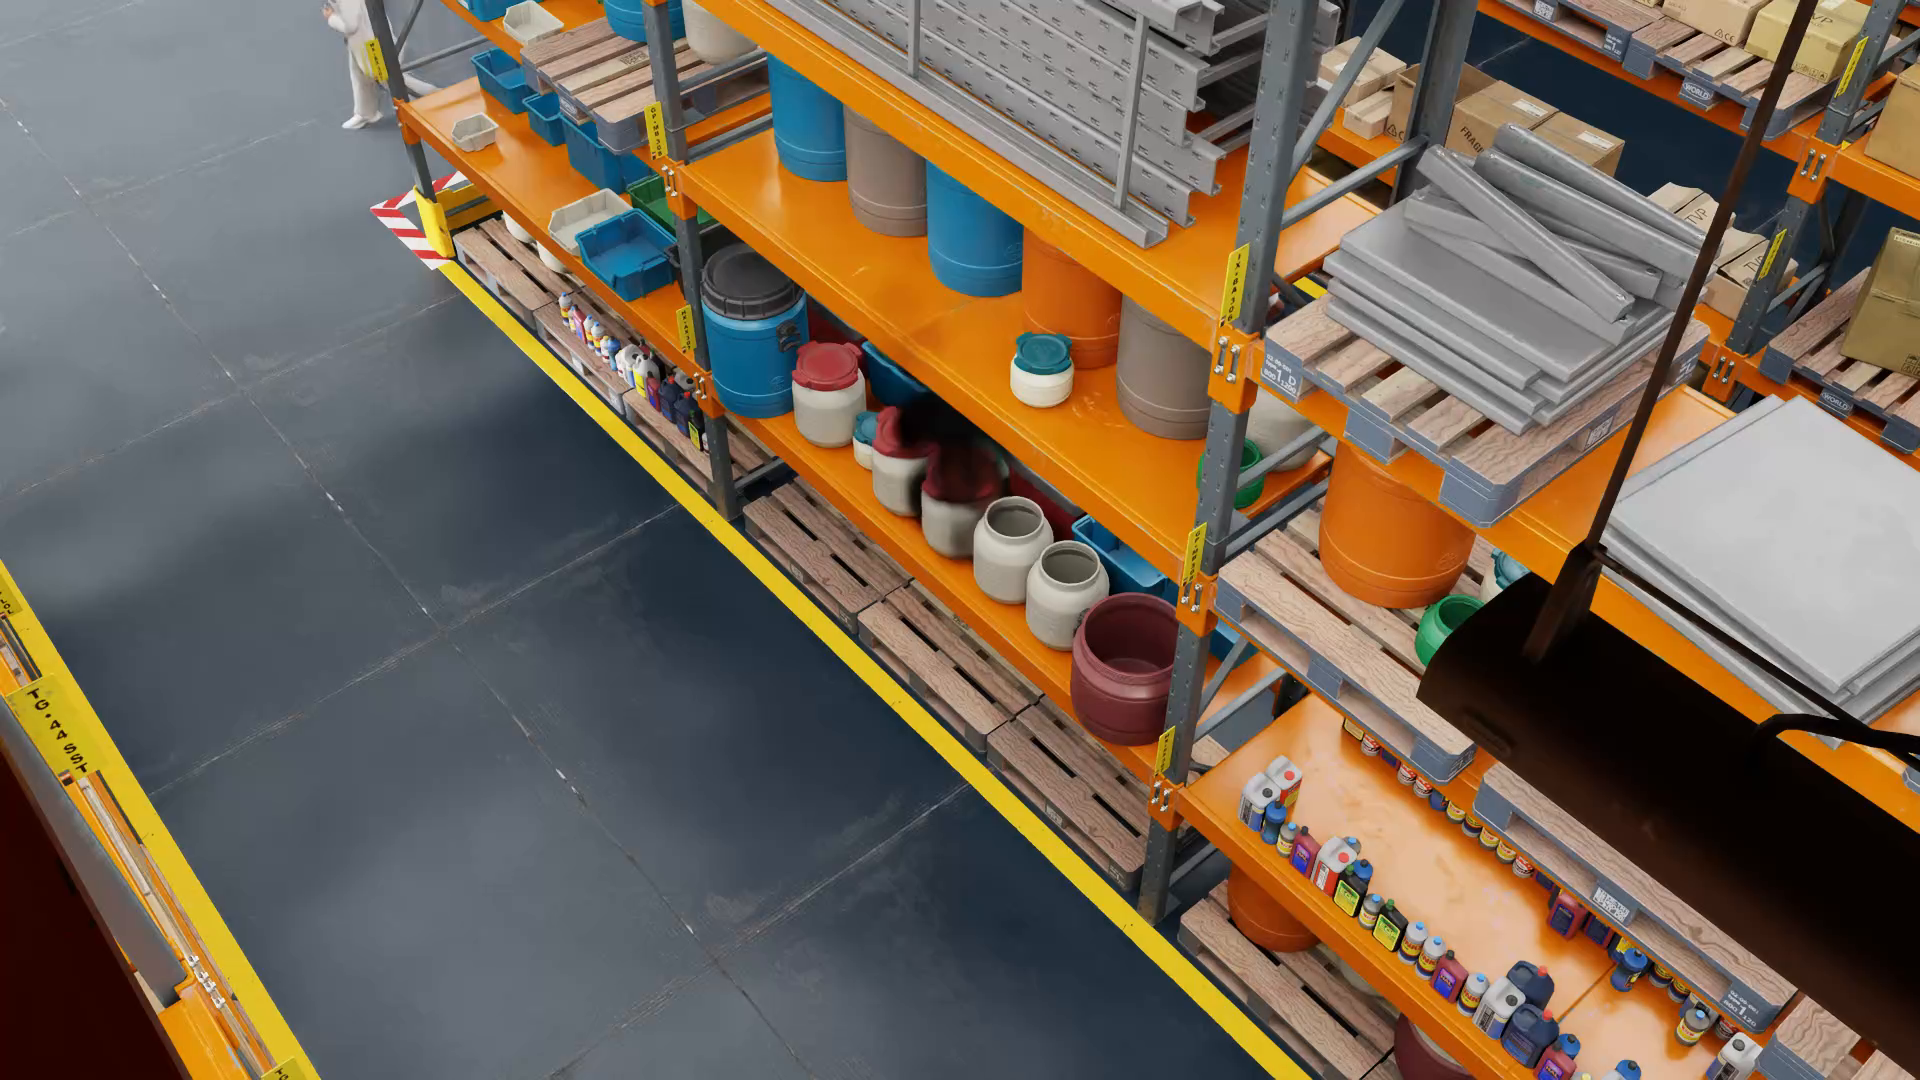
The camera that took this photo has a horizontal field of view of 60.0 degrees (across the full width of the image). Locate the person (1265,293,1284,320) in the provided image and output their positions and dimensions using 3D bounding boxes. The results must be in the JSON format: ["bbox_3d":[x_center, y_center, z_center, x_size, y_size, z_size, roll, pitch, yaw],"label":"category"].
[{"bbox_3d":[1.548,-1.133,10.396,0.916,1.813,0.679,29,53,25],"label":"person"}]

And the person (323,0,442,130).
[{"bbox_3d":[-4.831,-4.088,13.663,0.981,1.805,0.722,-6,47,-6],"label":"person"}]
